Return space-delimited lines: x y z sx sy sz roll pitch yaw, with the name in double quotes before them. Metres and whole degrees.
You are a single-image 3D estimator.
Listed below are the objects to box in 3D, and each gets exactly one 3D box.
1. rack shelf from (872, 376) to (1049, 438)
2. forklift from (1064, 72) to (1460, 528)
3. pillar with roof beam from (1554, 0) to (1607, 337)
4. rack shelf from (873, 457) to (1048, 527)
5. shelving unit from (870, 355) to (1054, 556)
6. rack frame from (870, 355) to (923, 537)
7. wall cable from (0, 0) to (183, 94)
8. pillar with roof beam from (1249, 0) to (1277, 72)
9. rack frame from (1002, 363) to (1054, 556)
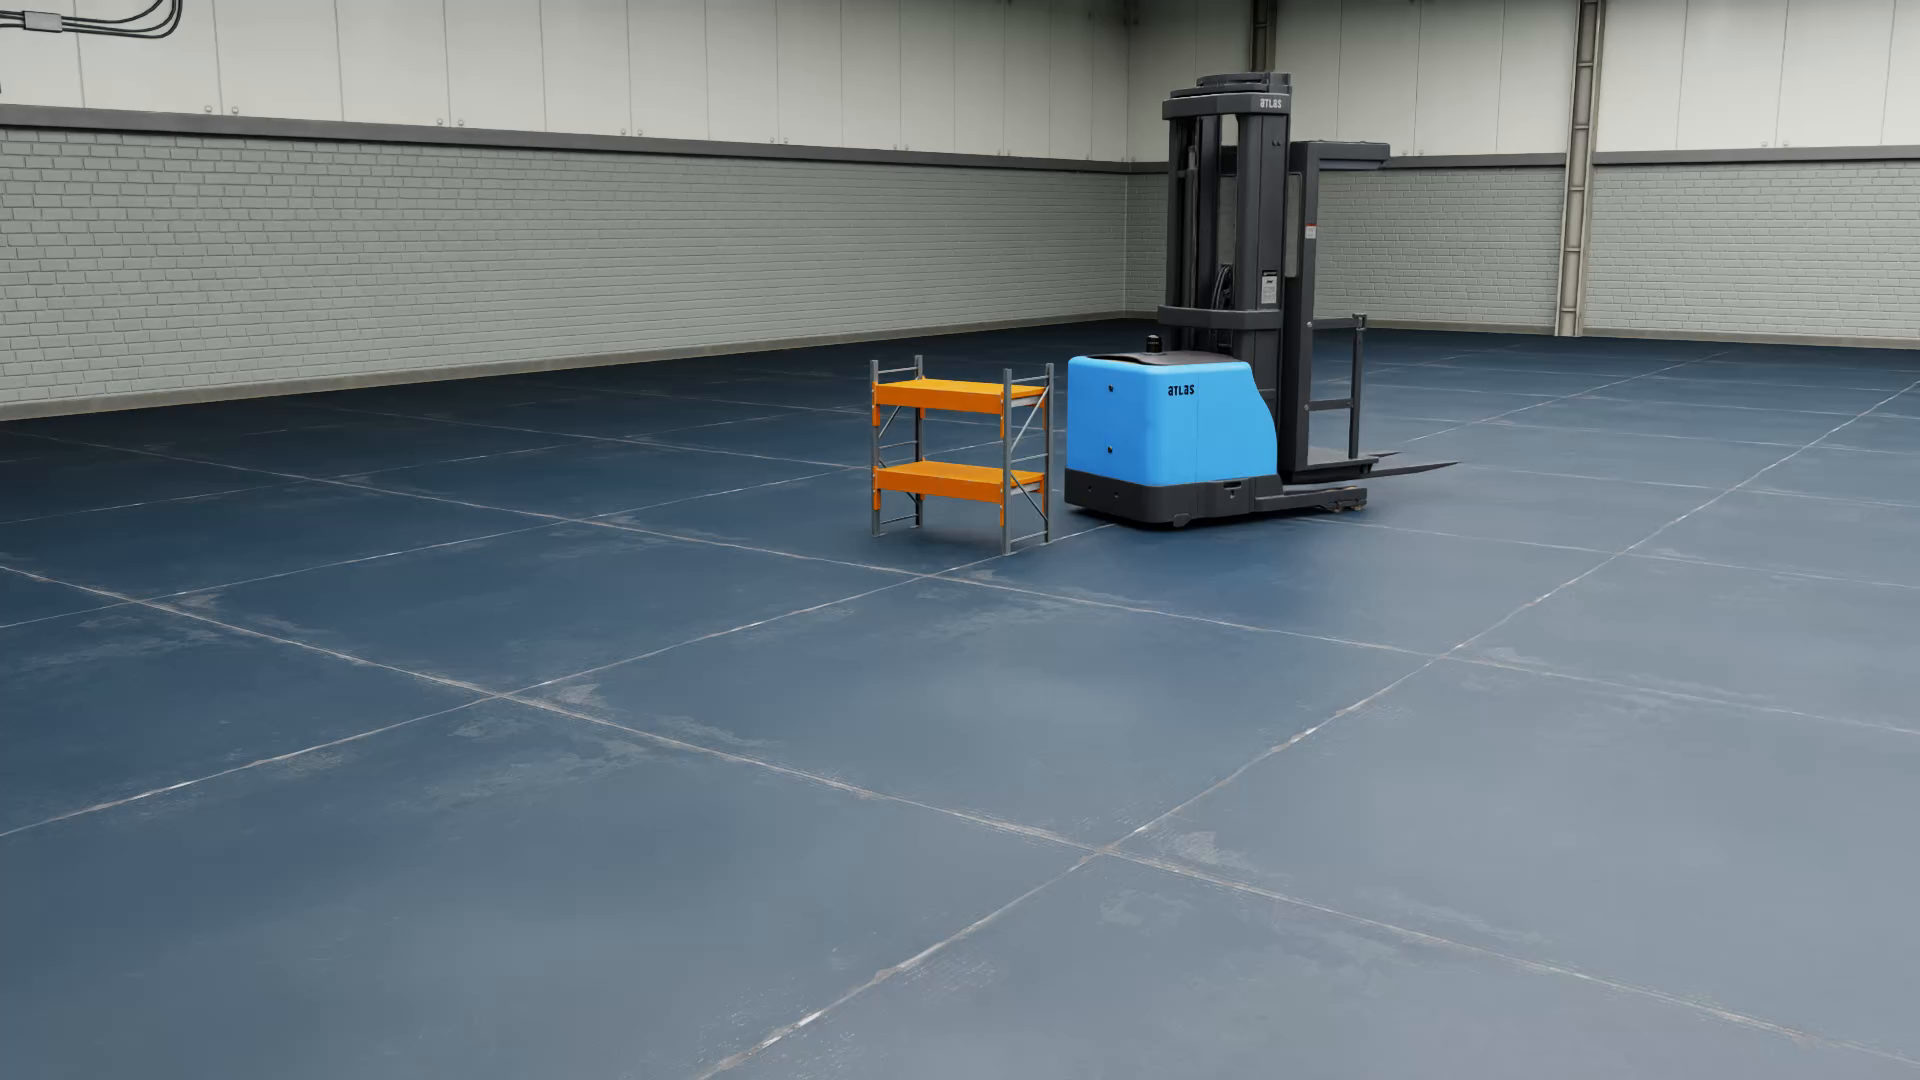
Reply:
"rack shelf" 0.005 -0.839 10.363 1.000 0.278 0.538 8 13 36
"forklift" 2.249 -1.704 11.623 3.031 2.935 1.130 -7 13 -31
"pillar with roof beam" 7.978 -7.287 24.503 0.400 9.000 9.100 8 13 36
"rack shelf" 0.005 -0.311 10.465 1.000 0.278 0.538 8 13 36
"shelving unit" 0.005 -0.552 10.419 1.048 1.125 0.538 8 13 36
"rack frame" -0.404 -0.609 10.714 0.032 1.125 0.500 8 13 36
"wall cable" -8.915 -7.453 16.408 0.169 6.003 2.305 8 13 36
"pillar with roof beam" 3.142 -7.961 27.990 0.548 9.000 9.100 8 13 36
"rack frame" 0.415 -0.494 10.124 0.032 1.125 0.500 8 13 36
